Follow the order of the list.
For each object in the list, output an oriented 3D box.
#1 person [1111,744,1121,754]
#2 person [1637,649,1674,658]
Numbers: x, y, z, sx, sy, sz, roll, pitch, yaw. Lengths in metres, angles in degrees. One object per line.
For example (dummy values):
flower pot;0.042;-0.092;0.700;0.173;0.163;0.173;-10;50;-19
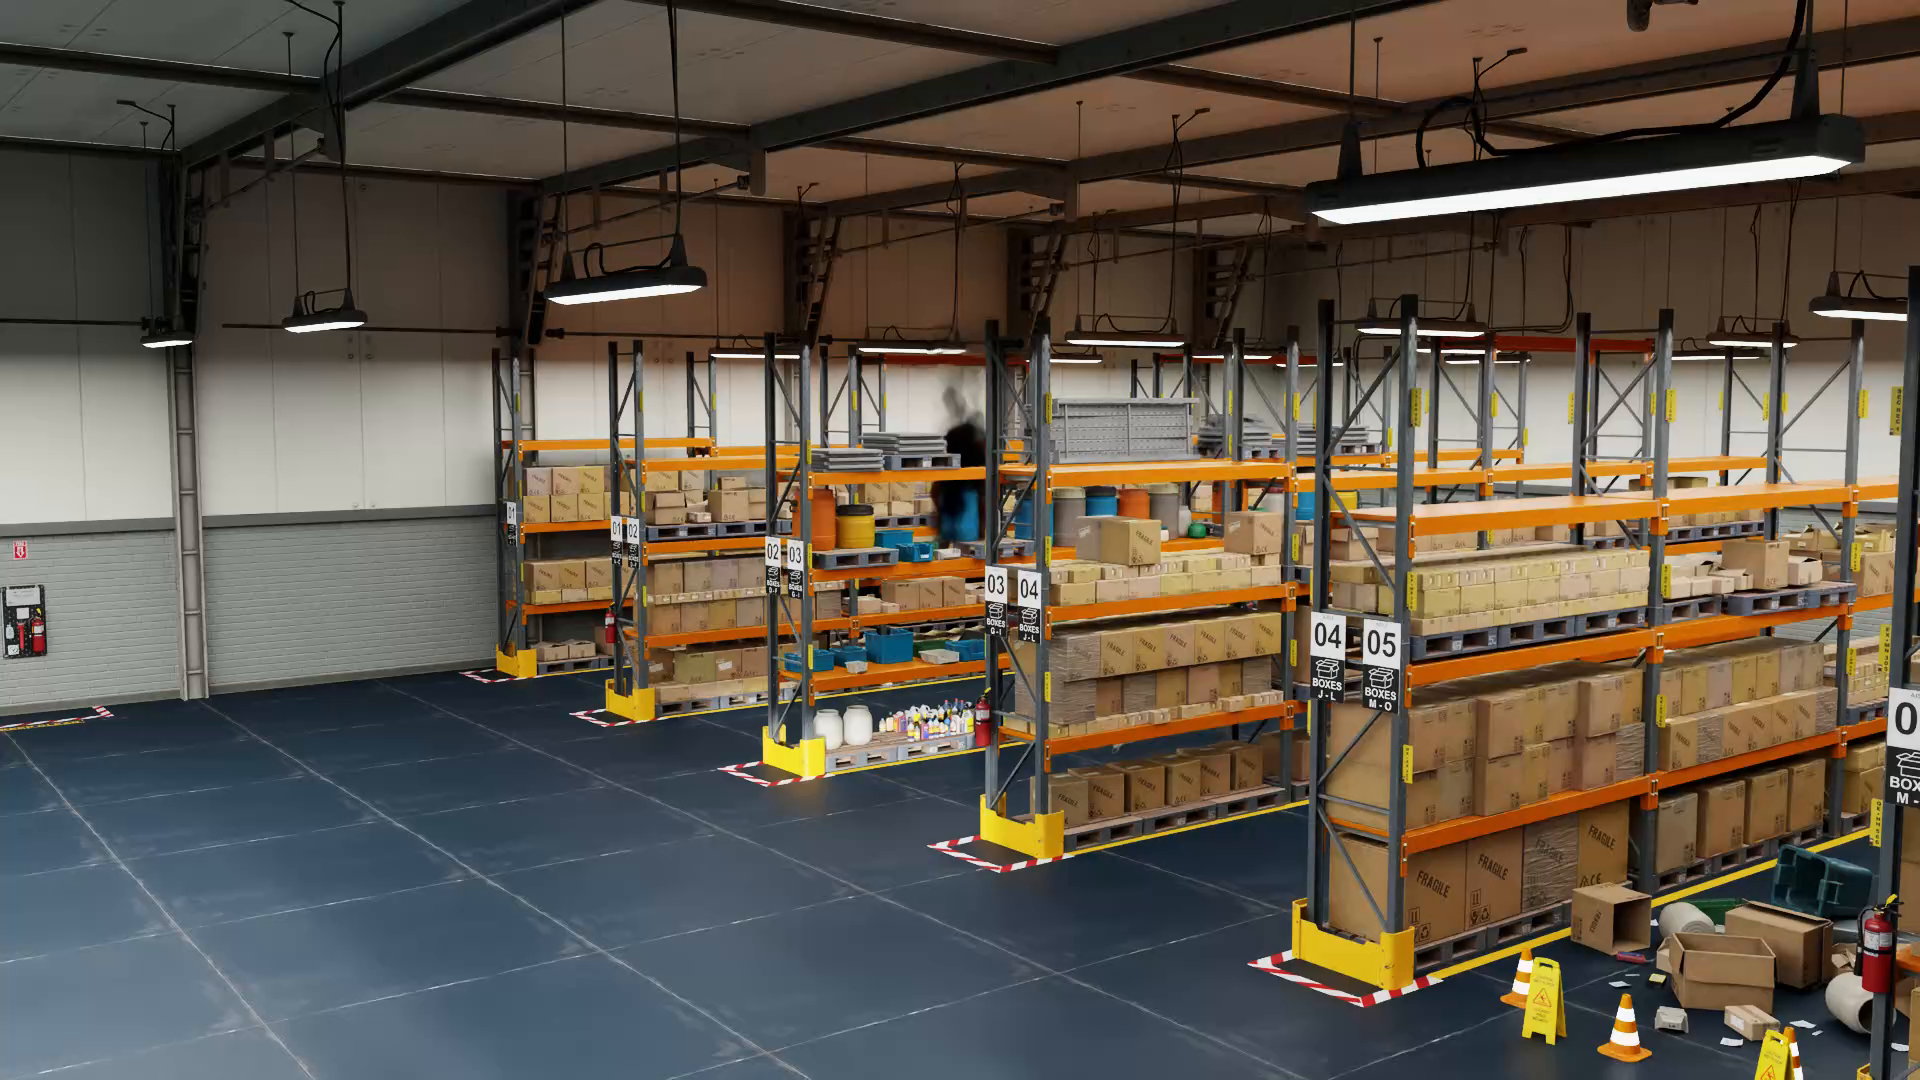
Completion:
person;2.127;2.082;22.831;0.505;1.667;0.667;4;7;40
person;10.002;2.192;23.881;0.978;1.770;0.707;-5;7;-44
